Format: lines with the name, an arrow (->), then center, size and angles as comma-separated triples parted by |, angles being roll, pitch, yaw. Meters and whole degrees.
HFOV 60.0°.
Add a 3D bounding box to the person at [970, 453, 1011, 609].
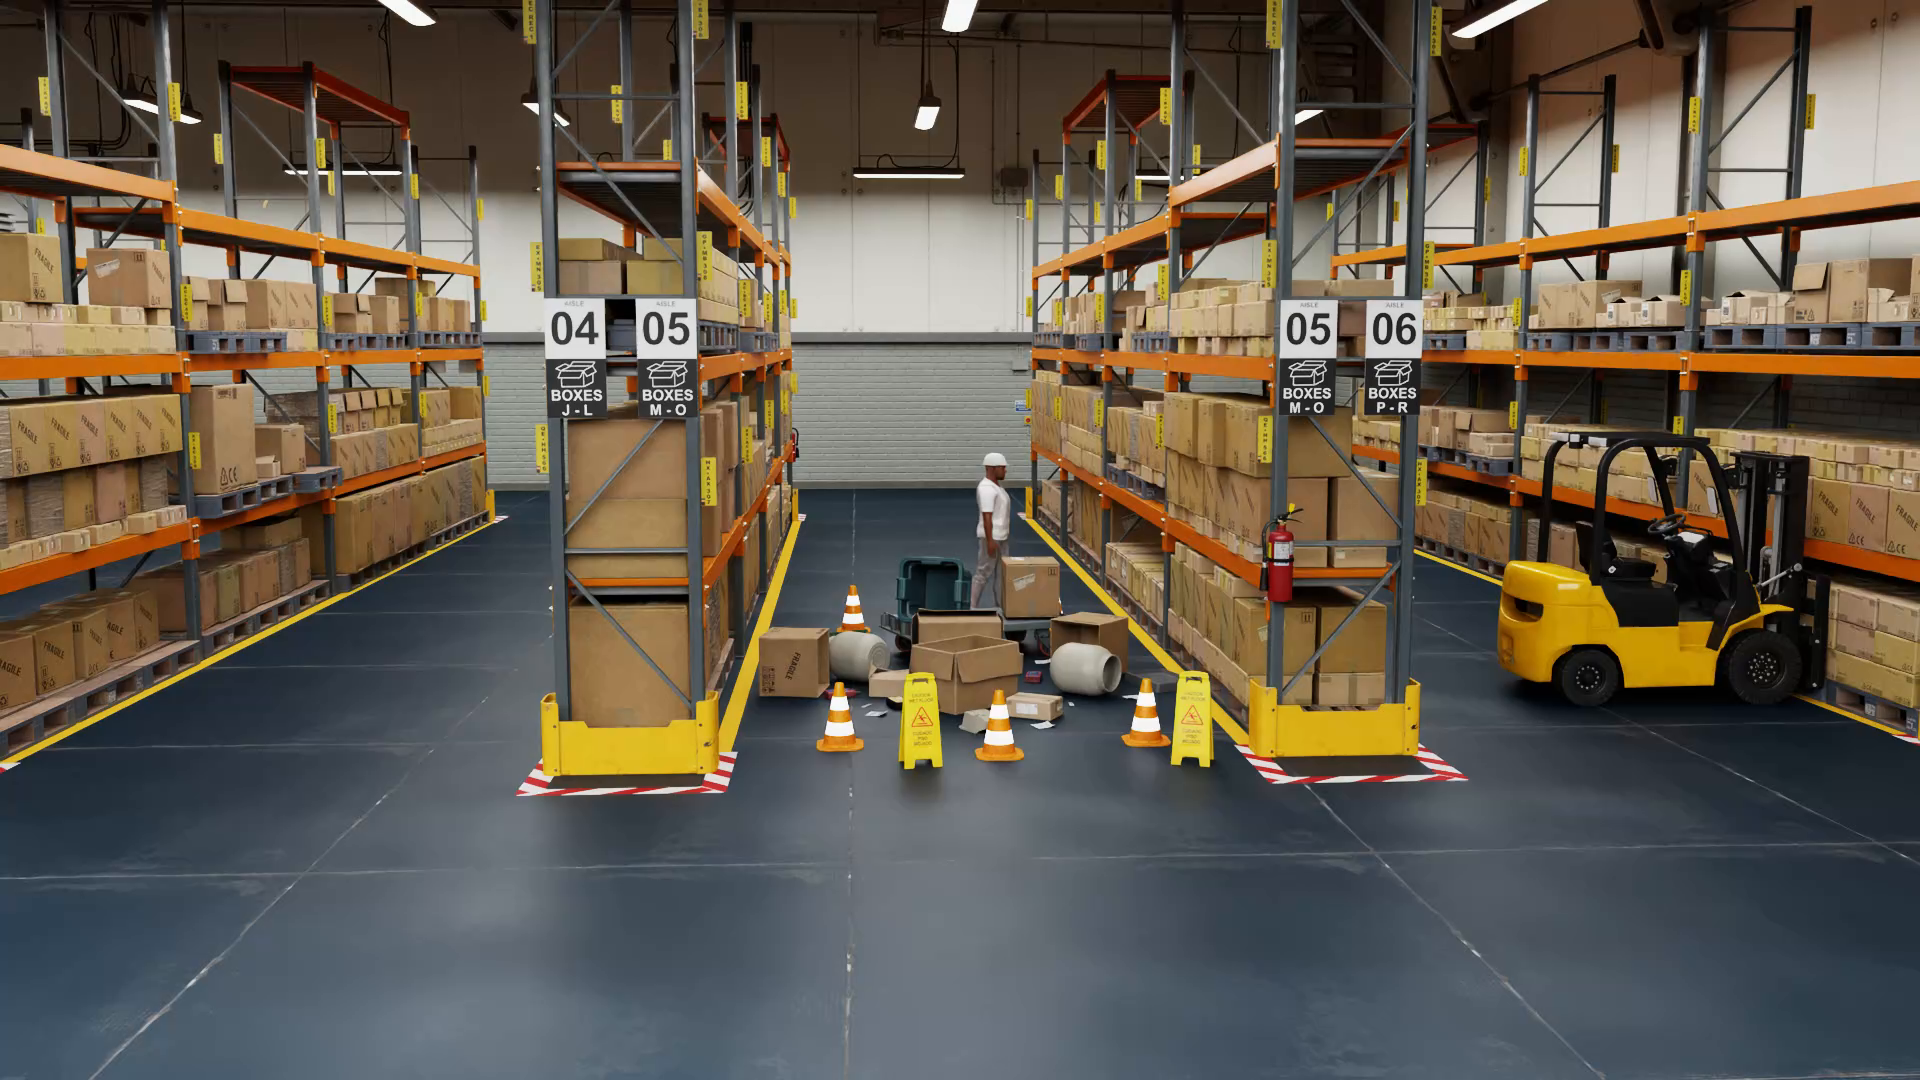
person -> 0.370, -0.023, 17.270 | 0.667, 1.770, 0.589 | 1, 7, 12
